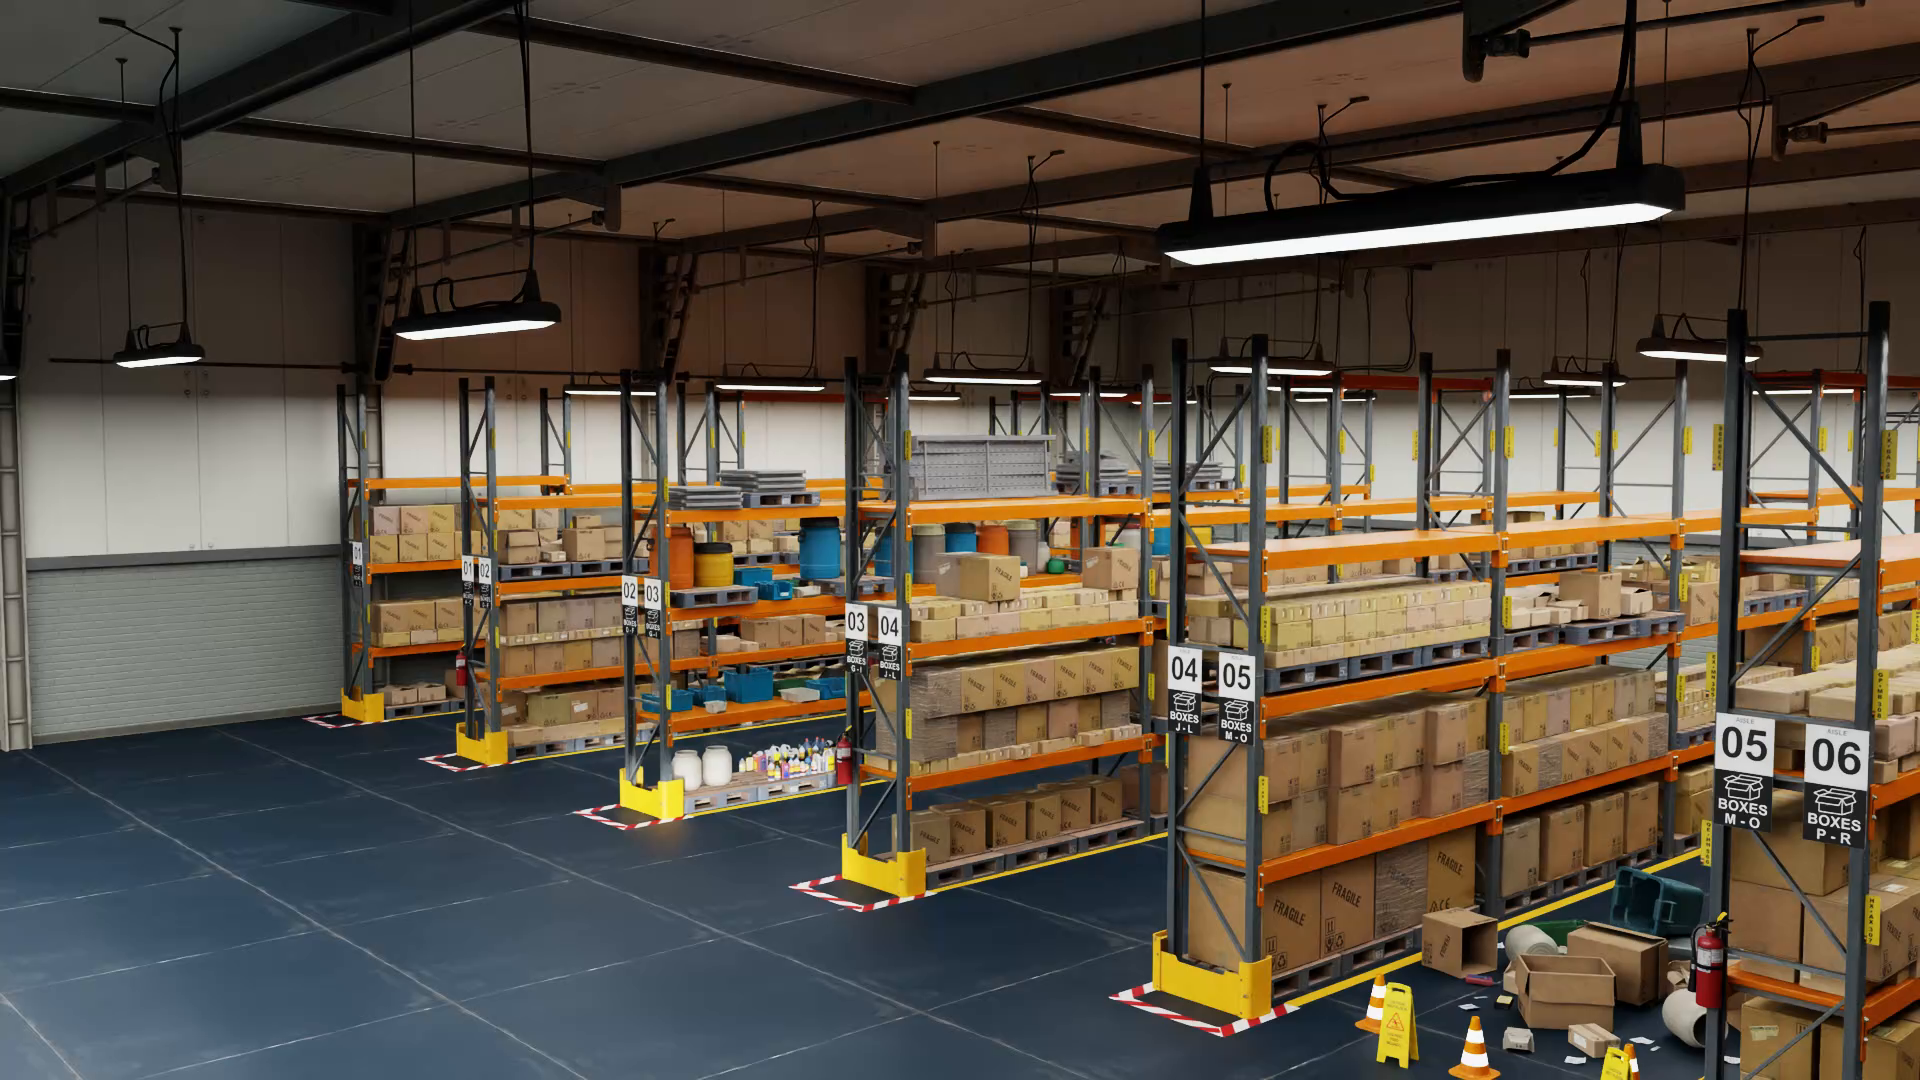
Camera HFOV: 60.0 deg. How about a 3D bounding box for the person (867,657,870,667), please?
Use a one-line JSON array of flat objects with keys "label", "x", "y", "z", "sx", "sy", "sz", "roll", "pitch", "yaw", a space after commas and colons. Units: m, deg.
[{"label": "person", "x": -2.069, "y": 2.023, "z": 34.402, "sx": 0.560, "sy": 1.728, "sz": 0.995, "roll": 2, "pitch": 4, "yaw": 33}]
